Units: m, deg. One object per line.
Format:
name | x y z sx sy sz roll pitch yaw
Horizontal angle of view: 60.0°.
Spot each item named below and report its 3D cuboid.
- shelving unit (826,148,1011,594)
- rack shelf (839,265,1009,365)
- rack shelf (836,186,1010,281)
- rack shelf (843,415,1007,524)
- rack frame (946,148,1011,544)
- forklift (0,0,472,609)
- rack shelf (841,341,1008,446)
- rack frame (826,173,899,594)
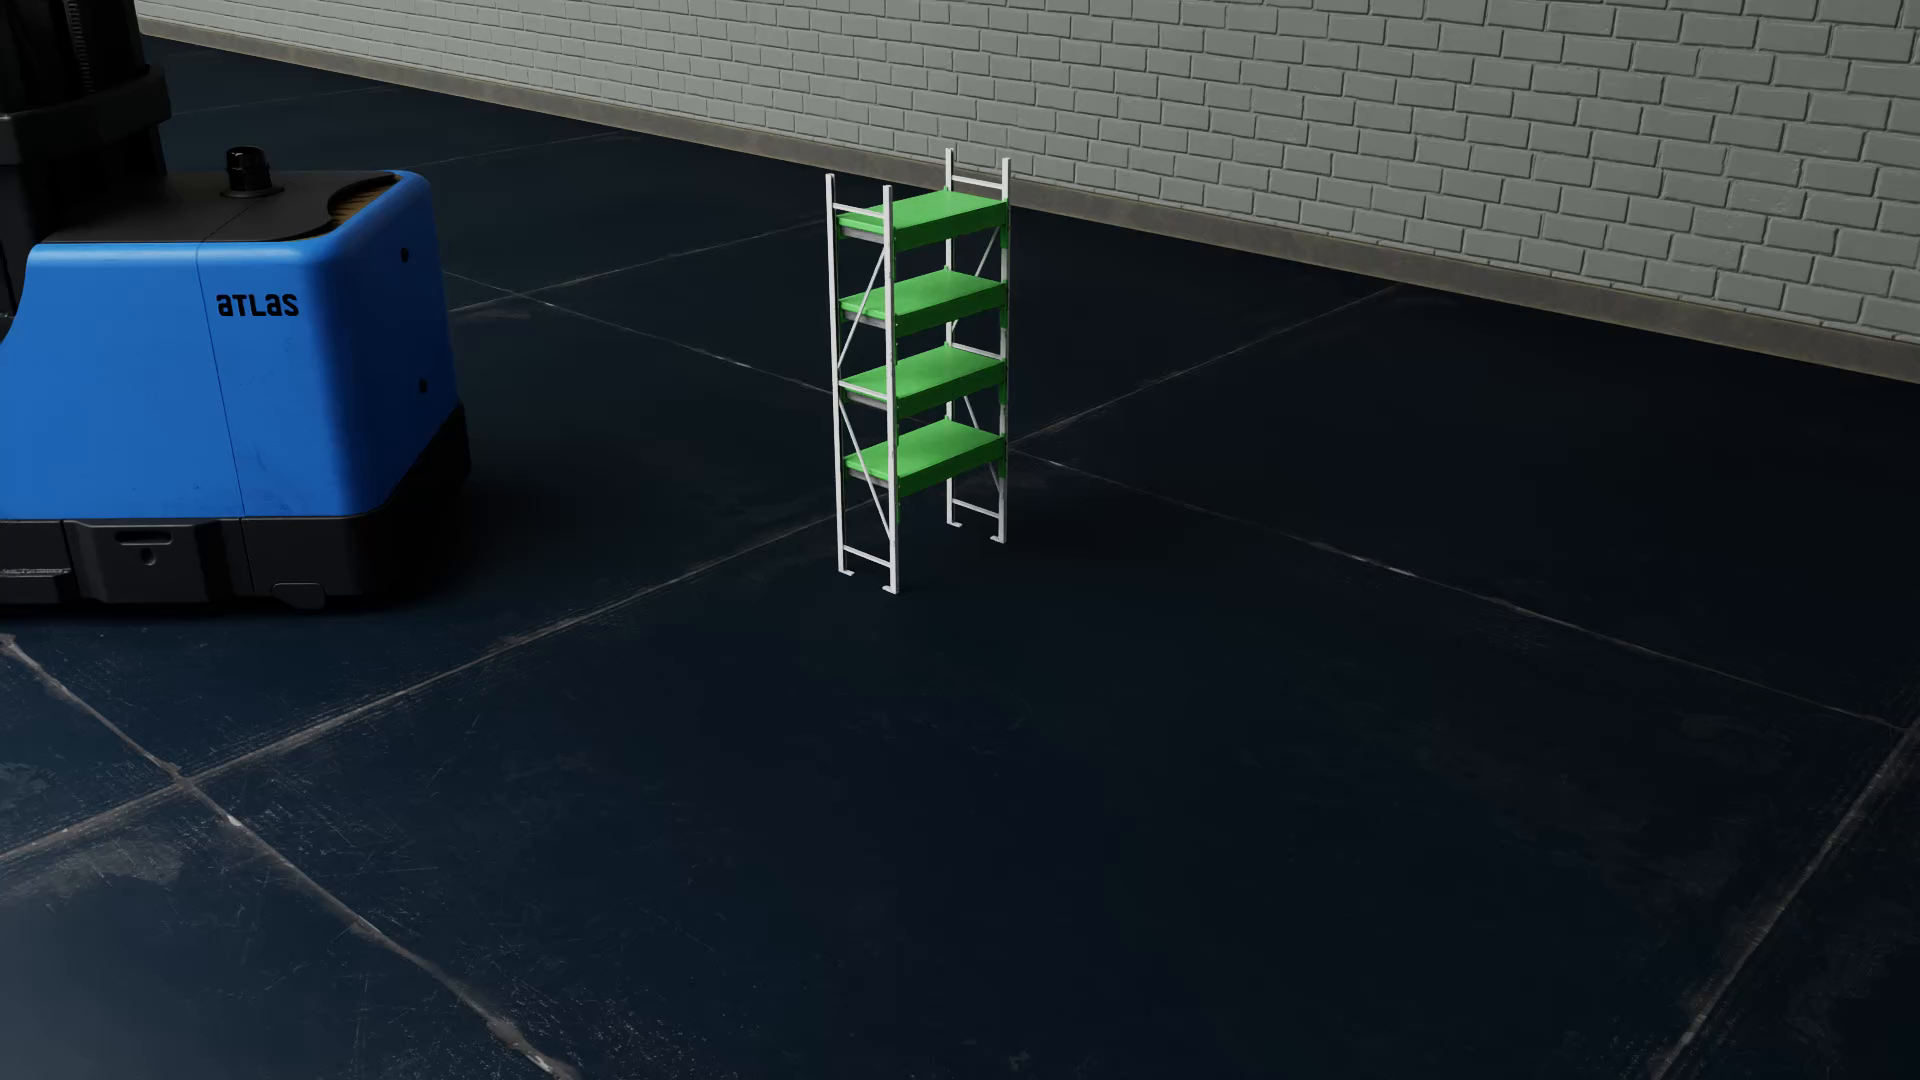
shelving unit | -0.110 -0.497 4.892 0.258 1.200 0.503 20 31 38
rack shelf | -0.110 -0.658 4.820 0.258 0.148 0.480 20 31 38
rack shelf | -0.110 -0.877 4.722 0.258 0.148 0.480 20 31 38
rack shelf | -0.110 -0.220 5.016 0.258 0.148 0.480 20 31 38
rack frame | 0.052 -0.571 5.058 0.240 1.200 0.015 20 31 38
forklift | -3.147 -1.314 4.598 3.031 2.935 1.130 -1 24 -1
rack shelf | -0.110 -0.439 4.918 0.258 0.148 0.480 20 31 38
rack frame | -0.273 -0.423 4.726 0.240 1.200 0.015 20 31 38
